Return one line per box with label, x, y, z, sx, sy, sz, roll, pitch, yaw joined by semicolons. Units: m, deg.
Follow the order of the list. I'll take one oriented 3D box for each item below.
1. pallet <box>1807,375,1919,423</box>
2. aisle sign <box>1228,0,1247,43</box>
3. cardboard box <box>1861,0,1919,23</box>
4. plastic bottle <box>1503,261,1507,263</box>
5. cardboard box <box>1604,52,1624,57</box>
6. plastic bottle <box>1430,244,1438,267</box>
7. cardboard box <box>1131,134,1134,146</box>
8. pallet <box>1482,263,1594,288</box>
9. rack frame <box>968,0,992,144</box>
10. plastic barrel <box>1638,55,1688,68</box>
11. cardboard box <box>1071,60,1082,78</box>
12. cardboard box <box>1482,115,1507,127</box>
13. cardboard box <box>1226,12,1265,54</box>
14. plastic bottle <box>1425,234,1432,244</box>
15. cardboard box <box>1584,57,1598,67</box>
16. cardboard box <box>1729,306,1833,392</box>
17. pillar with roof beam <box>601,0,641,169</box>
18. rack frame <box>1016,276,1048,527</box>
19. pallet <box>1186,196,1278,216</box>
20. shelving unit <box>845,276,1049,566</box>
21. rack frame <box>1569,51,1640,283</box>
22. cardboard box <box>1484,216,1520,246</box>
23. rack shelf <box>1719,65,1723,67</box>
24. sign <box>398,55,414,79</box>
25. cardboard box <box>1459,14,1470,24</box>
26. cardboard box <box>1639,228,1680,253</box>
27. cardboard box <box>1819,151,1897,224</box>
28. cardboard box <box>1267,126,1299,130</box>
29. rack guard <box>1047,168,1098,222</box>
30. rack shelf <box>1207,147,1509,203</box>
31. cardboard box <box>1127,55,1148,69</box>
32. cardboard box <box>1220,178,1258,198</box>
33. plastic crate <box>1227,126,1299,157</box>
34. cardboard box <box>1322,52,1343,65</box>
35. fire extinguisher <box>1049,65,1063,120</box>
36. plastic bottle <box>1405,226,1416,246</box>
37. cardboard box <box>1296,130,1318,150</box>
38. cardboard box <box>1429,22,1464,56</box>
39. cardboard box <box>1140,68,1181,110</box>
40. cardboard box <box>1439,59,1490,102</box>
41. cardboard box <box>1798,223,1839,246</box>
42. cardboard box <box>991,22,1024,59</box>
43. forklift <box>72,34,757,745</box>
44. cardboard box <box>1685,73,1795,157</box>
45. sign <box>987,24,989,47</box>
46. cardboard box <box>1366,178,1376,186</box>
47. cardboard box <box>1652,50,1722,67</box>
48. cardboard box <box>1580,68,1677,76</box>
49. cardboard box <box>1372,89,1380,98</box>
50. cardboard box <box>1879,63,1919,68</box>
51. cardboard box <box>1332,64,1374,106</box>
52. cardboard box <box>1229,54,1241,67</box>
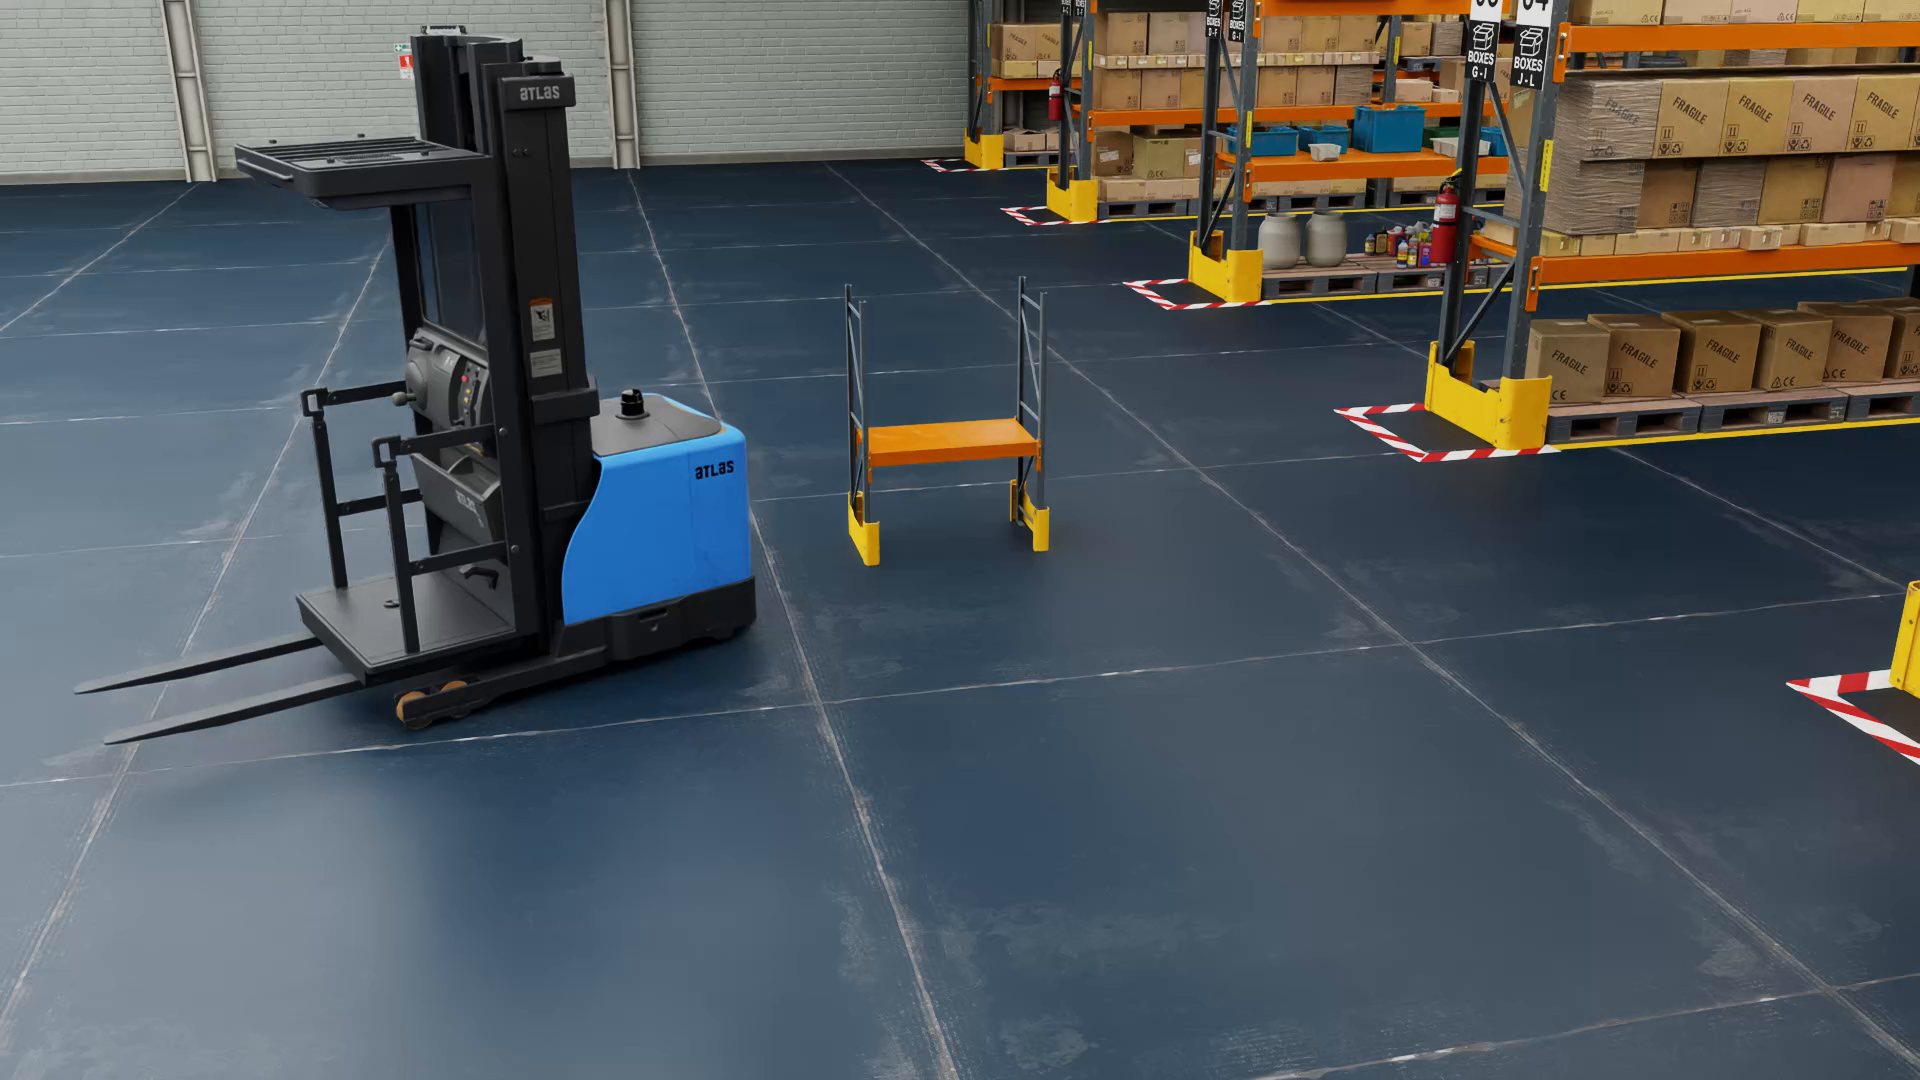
pallet;6.959;-1.169;12.700;1.213;0.211;1.003;-5;21;-12
aisle sign;2.569;-5.002;15.329;0.004;0.787;0.394;-5;21;-12
cardboard box;6.215;-3.678;11.352;0.500;0.250;0.500;-5;21;-13
plastic bottle;5.568;-2.943;16.798;0.133;0.283;0.061;-3;20;-9
cardboard box;10.594;-8.145;27.083;0.500;0.500;0.500;-5;21;-12
plastic bottle;4.741;-2.877;16.634;0.097;0.271;0.097;0;20;0
cardboard box;2.623;-6.266;26.064;0.250;0.149;0.380;-6;21;-17
pallet;5.801;-2.853;17.296;1.213;0.211;1.003;-5;21;-12
rack frame;0.292;-7.201;25.112;0.127;3.000;1.000;-5;21;-12
plastic barrel;6.910;-4.366;16.644;0.708;0.901;0.600;-5;21;-12
cardboard box;1.839;-7.157;25.180;0.500;0.250;0.500;-5;21;-13
cardboard box;8.823;-7.036;27.177;0.750;0.750;0.750;-5;21;-13
cardboard box;3.433;-6.360;20.783;0.500;0.500;0.700;-5;21;-12
plastic bottle;4.875;-3.069;17.260;0.097;0.201;0.097;0;20;0
cardboard box;10.198;-7.818;27.132;0.250;0.149;0.380;-4;20;-11
cardboard box;6.064;-1.426;12.369;0.500;0.500;0.500;-7;21;-17
pillar with roof beam;-4.074;-8.447;19.792;0.400;9.000;9.100;-5;21;-12
rack frame;0.412;-0.738;9.648;0.032;1.500;0.500;-5;21;-12
pallet;3.355;-4.404;21.530;1.213;0.211;1.003;-5;21;-12
shelving unit;-0.074;-0.698;9.540;1.083;1.500;0.587;-5;21;-12
rack frame;6.464;-4.202;16.924;0.127;3.000;1.000;-5;21;-12
cardboard box;3.941;-2.201;11.827;0.250;0.149;0.380;-5;21;-12
rack shelf;13.916;-7.971;28.261;4.000;0.370;1.077;-5;21;-12
sign;-8.040;-6.896;24.227;0.234;0.329;0.001;-5;21;-12
cardboard box;8.459;-8.505;26.975;0.500;0.250;0.500;-4;21;-11
cardboard box;4.777;-2.107;11.570;0.250;0.149;0.380;-5;21;-12
cardboard box;6.194;-2.614;12.013;0.500;0.500;0.875;-5;21;-12
cardboard box;4.320;-5.144;21.793;0.500;0.500;0.500;-5;21;-12
rack guard;1.412;-4.368;21.011;0.348;0.500;1.175;-5;21;-12
rack shelf;4.518;-3.705;16.615;4.000;0.370;1.077;-5;21;-12
cardboard box;2.123;-5.876;20.405;0.250;0.149;0.380;-5;21;-14
cardboard box;3.469;-4.536;21.222;0.500;0.250;0.500;-5;21;-12
plastic crate;2.990;-3.955;16.466;0.616;0.251;0.499;-5;21;-12
cardboard box;4.617;-6.078;20.957;0.250;0.149;0.380;-5;21;-14
fire extinguisher;1.214;-5.653;20.999;0.183;0.674;0.296;-5;21;-12
plastic bottle;4.645;-3.126;17.309;0.135;0.276;0.152;-5;21;-14
cardboard box;4.438;-4.973;21.325;0.500;0.500;0.500;-5;21;-12
cardboard box;7.622;-8.047;26.637;0.500;0.500;0.700;-7;21;-19
cardboard box;2.403;-5.666;20.776;0.500;0.500;0.700;-4;21;-11
cardboard box;6.592;-6.004;21.698;0.500;0.500;0.500;-3;20;-9
cardboard box;5.999;-2.196;11.815;0.250;0.149;0.380;-5;21;-12
cardboard box;0.702;-7.601;25.302;0.500;0.500;0.500;-5;21;-13
forklift;-2.523;-0.729;7.545;3.031;2.935;1.130;-15;25;-34
cardboard box;5.284;-2.913;11.374;0.500;0.500;0.500;-5;21;-12
sign;0.417;-7.426;24.467;0.005;0.325;0.100;-5;21;-12
cardboard box;5.665;-4.896;22.206;0.500;0.250;0.500;-5;21;-13
cardboard box;9.808;-6.508;22.465;0.500;0.500;0.700;-12;24;-31
cardboard box;4.675;-3.051;11.751;0.500;0.500;0.500;-5;21;-12
cardboard box;6.819;-7.121;26.797;0.500;0.250;0.500;-4;21;-11
cardboard box;7.108;-3.249;12.292;0.500;0.500;0.500;-5;21;-12
cardboard box;4.898;-5.870;21.332;0.500;0.500;0.700;-5;21;-14
cardboard box;3.363;-5.975;20.677;0.250;0.149;0.380;-4;21;-12
